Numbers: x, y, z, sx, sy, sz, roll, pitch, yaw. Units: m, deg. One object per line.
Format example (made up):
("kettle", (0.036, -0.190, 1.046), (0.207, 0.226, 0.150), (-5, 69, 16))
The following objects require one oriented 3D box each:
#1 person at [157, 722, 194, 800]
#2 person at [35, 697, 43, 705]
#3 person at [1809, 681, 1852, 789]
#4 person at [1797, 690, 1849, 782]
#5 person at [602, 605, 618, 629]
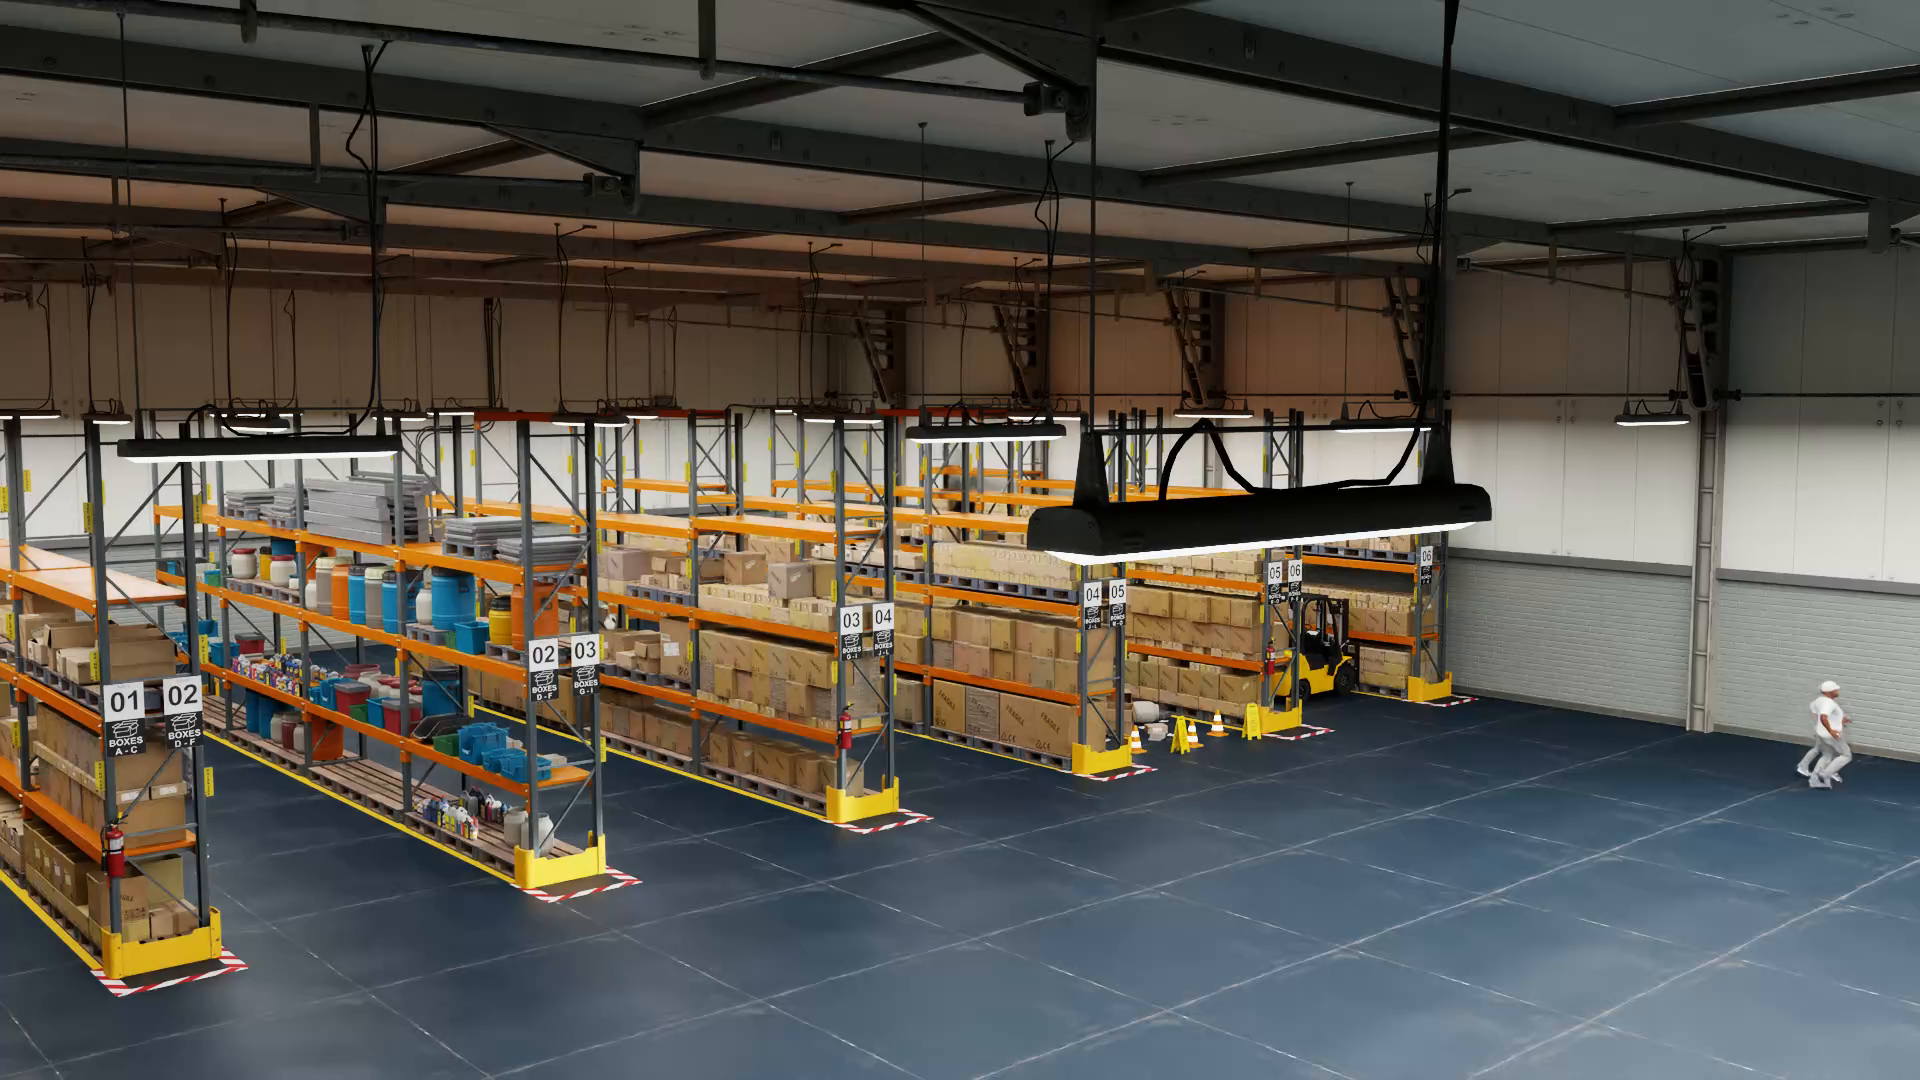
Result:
("person", (-12.237, 3.141, 26.050), (0.923, 1.819, 0.672), (5, 7, 42))
("person", (-16.706, 2.789, 30.332), (0.599, 1.779, 0.692), (5, 7, 42))
("person", (13.945, 3.115, 26.574), (0.644, 1.724, 0.682), (0, 5, 5))
("person", (14.117, 3.142, 27.179), (0.729, 1.637, 0.525), (3, 6, 31))
("person", (-7.863, 2.244, 37.132), (0.619, 1.622, 0.801), (-3, 6, -31))
